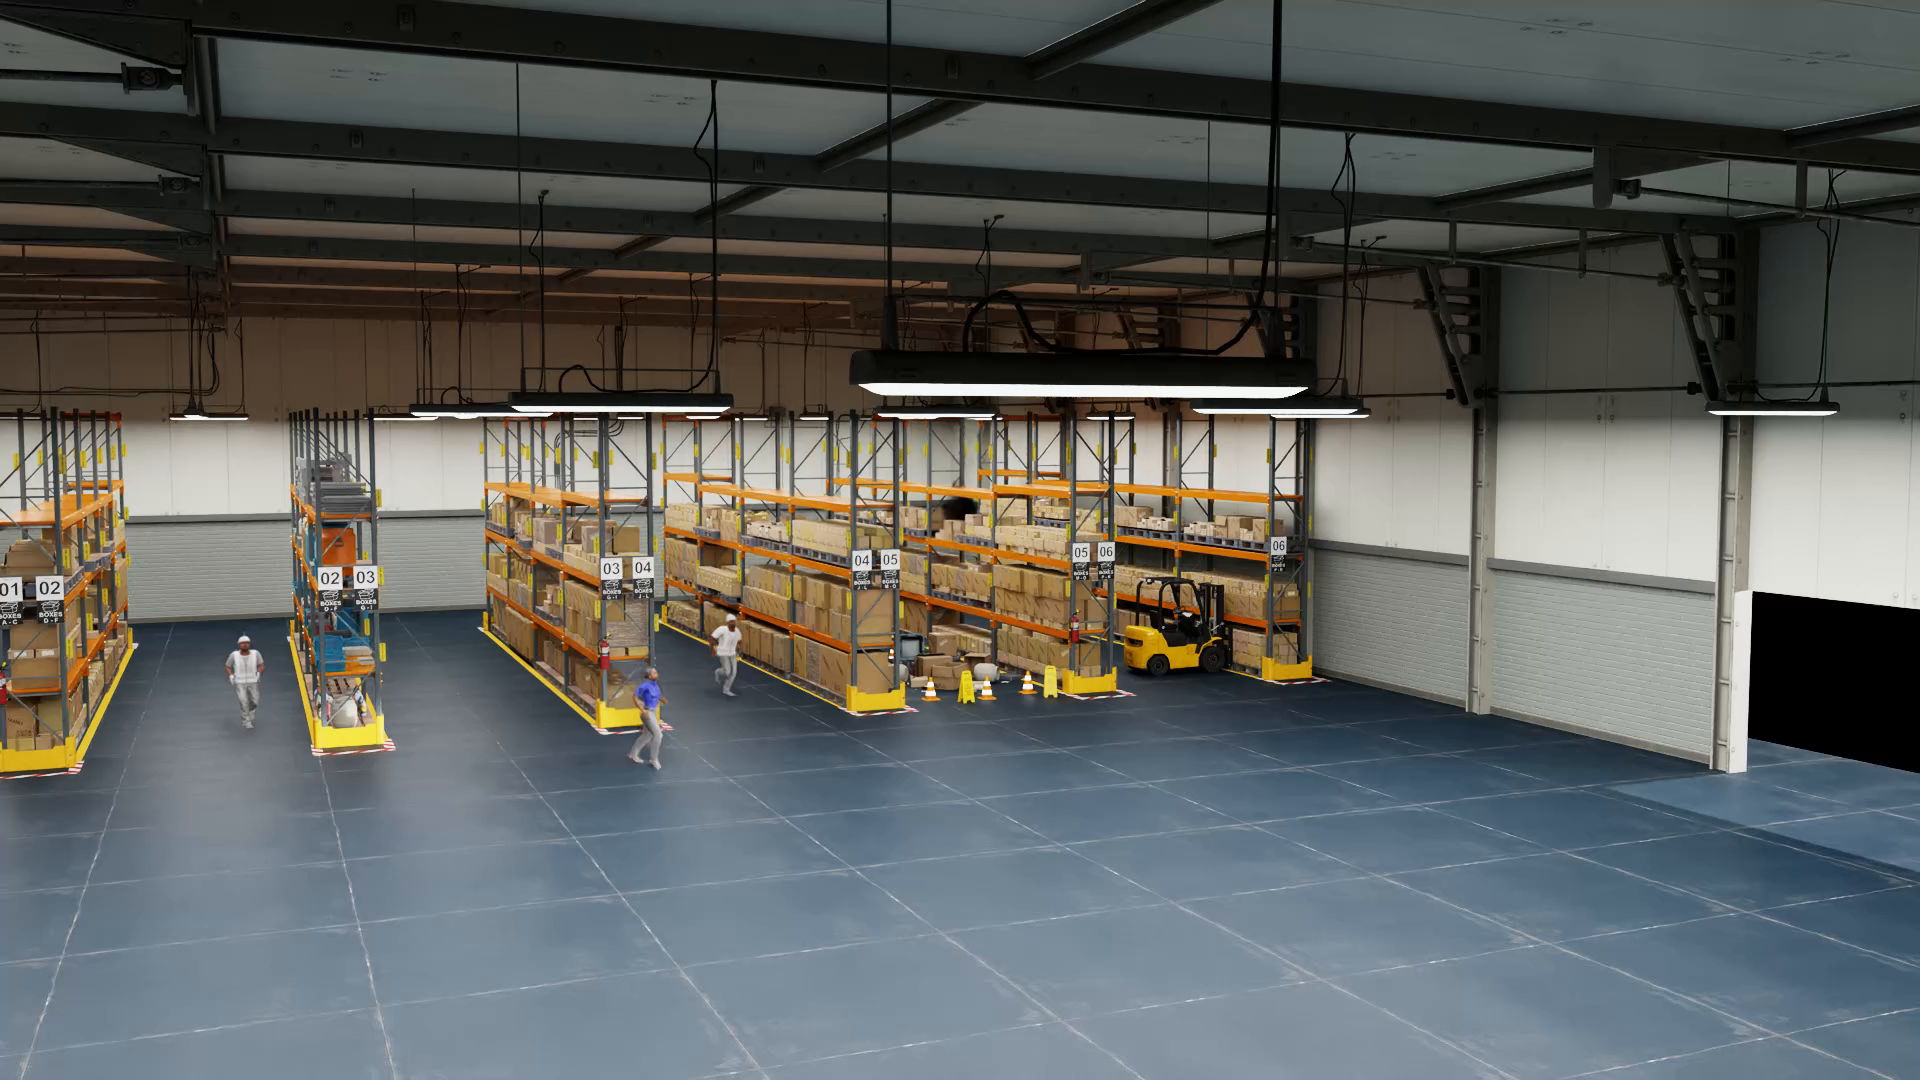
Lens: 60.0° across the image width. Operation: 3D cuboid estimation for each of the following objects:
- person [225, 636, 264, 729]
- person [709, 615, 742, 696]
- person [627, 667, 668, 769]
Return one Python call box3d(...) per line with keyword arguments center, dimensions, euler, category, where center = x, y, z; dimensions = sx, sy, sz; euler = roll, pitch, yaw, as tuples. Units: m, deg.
box3d(center=(-13.414, 2.666, 31.214), dimensions=(0.674, 1.740, 0.654), euler=(-2, 5, -30), category="person")
box3d(center=(-4.938, 2.423, 35.170), dimensions=(0.741, 1.717, 0.698), euler=(-3, 5, -40), category="person")
box3d(center=(-5.229, 2.971, 27.749), dimensions=(0.708, 1.727, 0.601), euler=(1, 4, 10), category="person")
